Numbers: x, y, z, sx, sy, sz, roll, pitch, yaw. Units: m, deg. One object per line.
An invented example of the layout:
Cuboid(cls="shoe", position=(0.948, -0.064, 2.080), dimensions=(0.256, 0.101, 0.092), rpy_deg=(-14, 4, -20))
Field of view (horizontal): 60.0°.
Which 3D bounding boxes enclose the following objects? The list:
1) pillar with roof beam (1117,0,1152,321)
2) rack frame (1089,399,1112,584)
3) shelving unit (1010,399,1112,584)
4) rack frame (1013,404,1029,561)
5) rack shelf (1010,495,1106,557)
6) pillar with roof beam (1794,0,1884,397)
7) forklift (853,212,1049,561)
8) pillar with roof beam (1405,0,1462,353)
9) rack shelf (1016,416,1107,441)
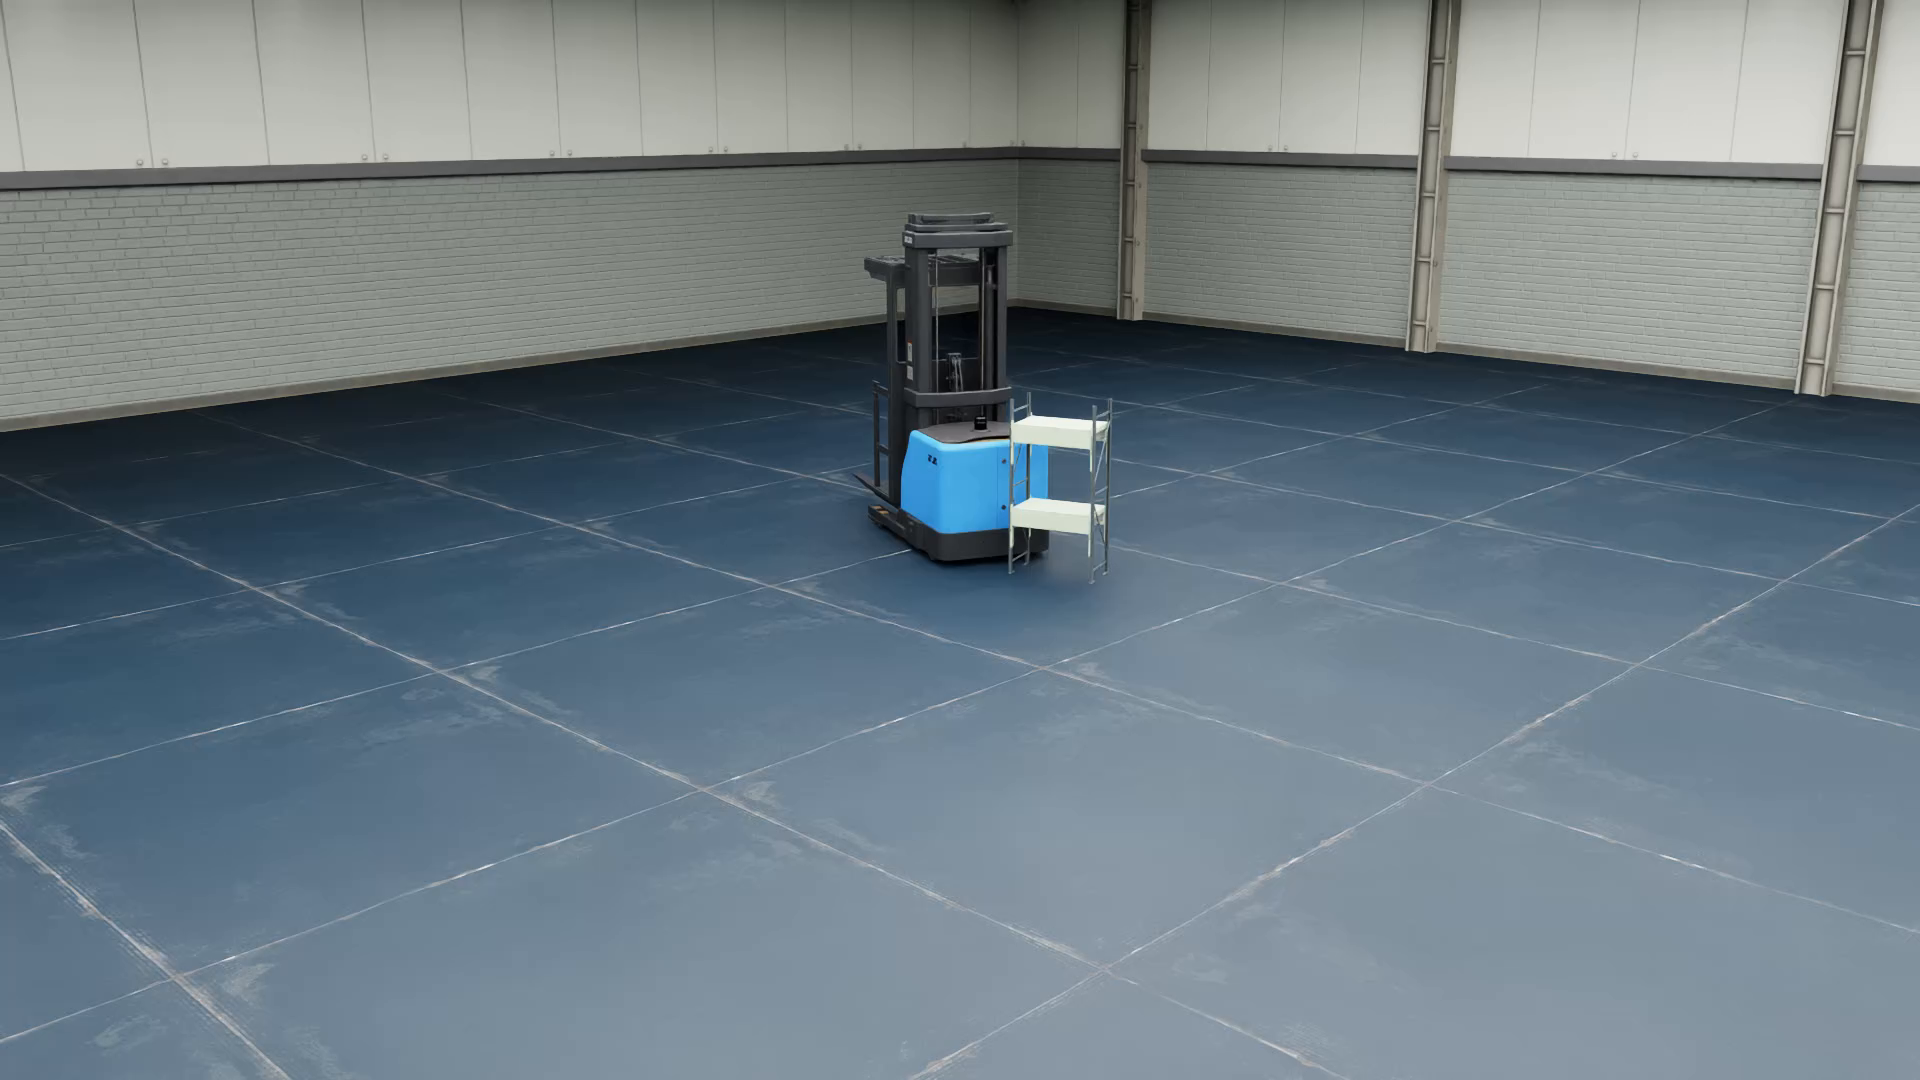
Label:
Cuboid(cls="pillar with roof beam", position=(0.190, -7.702, 26.962), dimensions=(0.400, 9.000, 9.100), rpy_deg=(14, 20, 42))
Cuboid(cls="rack frame", position=(1.169, -0.403, 13.823), dimensions=(0.023, 1.500, 0.400), rpy_deg=(7, 16, 24))
Cuboid(cls="shelving unit", position=(0.841, -0.442, 13.973), dimensions=(0.748, 1.500, 0.431), rpy_deg=(7, 16, 24))
Cuboid(cls="rack frame", position=(0.507, -0.482, 14.125), dimensions=(0.010, 1.308, 0.380), rpy_deg=(7, 16, 24))
Cuboid(cls="rack shelf", position=(0.838, -0.127, 14.057), dimensions=(0.720, 0.370, 0.431), rpy_deg=(7, 16, 24))
Cuboid(cls="pillar with roof beam", position=(8.828, -5.602, 18.902), dimensions=(0.400, 9.000, 9.100), rpy_deg=(14, 20, 42))
Cuboid(cls="forklift", position=(-0.228, -1.565, 15.442), dimensions=(1.130, 2.935, 3.031), rpy_deg=(-6, 16, -21))
Cuboid(cls="pillar with roof beam", position=(4.509, -6.652, 22.932), dimensions=(0.400, 9.000, 9.100), rpy_deg=(14, 20, 42))
Cuboid(cls="rack shelf", position=(0.838, -0.915, 13.852), dimensions=(0.686, 0.124, 0.368), rpy_deg=(7, 16, 24))
